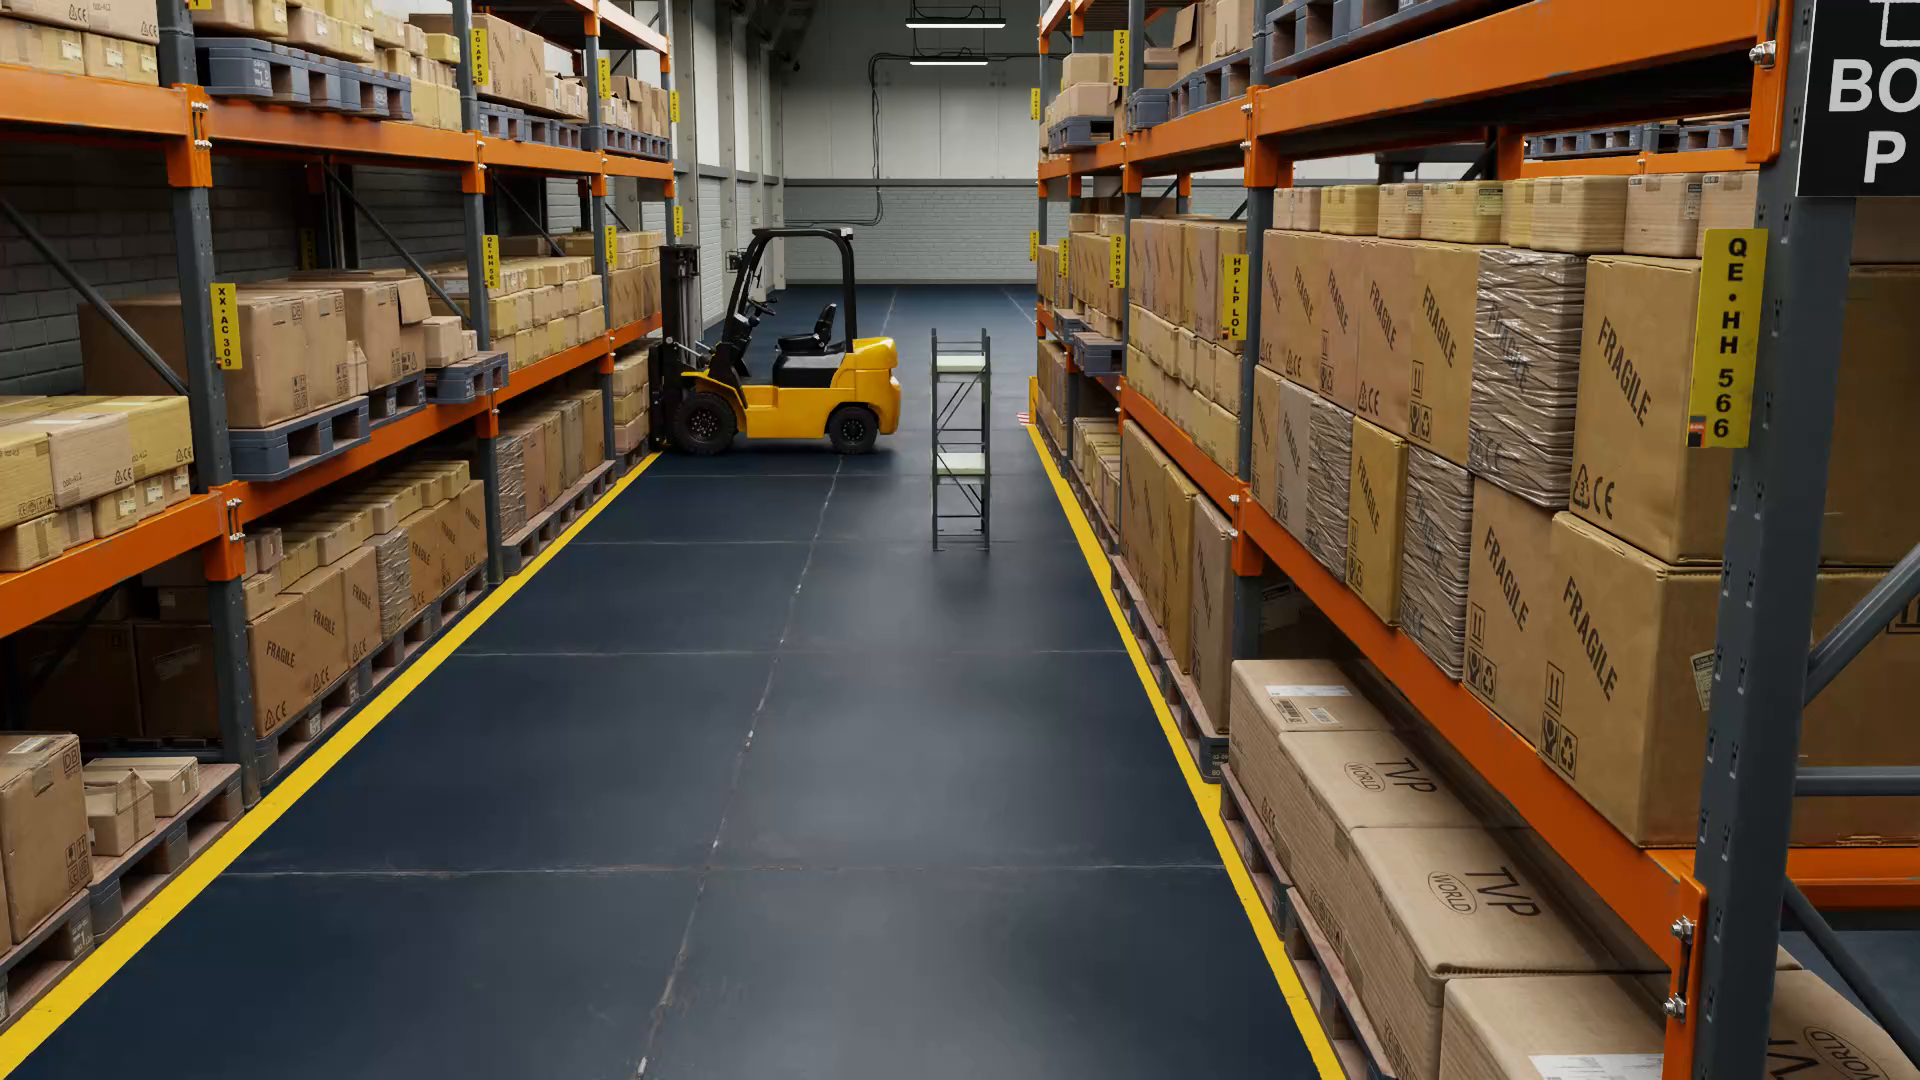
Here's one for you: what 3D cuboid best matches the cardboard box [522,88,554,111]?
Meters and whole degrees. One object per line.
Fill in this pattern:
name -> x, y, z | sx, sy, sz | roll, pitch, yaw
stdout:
cardboard box -> -3.178, -3.210, 12.119 | 0.380, 0.149, 0.250 | 0, 11, -2

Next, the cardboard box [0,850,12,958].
cardboard box -> -3.080, 1.028, 4.679 | 0.500, 0.500, 0.500 | 0, 11, 0

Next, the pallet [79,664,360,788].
pallet -> -3.410, 0.816, 7.506 | 1.003, 0.211, 1.213 | 0, 11, -1

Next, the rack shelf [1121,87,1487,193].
rack shelf -> 1.566, -1.925, 8.269 | 1.077, 0.370, 4.000 | 0, 11, -1

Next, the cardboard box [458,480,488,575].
cardboard box -> -3.214, -0.082, 10.148 | 0.500, 0.500, 0.500 | 0, 11, 0

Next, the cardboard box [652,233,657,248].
cardboard box -> -3.269, -3.015, 16.744 | 0.380, 0.149, 0.250 | 0, 11, 0

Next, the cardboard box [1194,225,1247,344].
cardboard box -> 1.329, -1.140, 7.367 | 0.500, 0.500, 0.500 | 0, 11, 0

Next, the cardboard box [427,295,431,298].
cardboard box -> -3.725, -1.444, 10.751 | 0.500, 0.250, 0.500 | 0, 11, 0

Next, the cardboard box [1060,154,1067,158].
cardboard box -> 1.124, -3.613, 15.413 | 0.380, 0.149, 0.250 | 0, 11, 0

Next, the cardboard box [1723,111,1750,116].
cardboard box -> 6.158, -3.363, 12.871 | 0.380, 0.149, 0.250 | 0, 11, -1

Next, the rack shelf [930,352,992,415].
rack shelf -> 0.000, -1.119, 11.839 | 0.431, 0.370, 0.720 | 0, 11, -1

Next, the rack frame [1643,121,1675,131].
rack frame -> 6.389, -4.981, 13.978 | 1.000, 3.000, 0.127 | 0, 11, -1

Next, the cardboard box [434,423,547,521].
cardboard box -> -3.458, -0.480, 11.797 | 0.875, 0.625, 0.625 | 0, 11, 1

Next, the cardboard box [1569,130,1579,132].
cardboard box -> 6.034, -3.967, 15.848 | 0.380, 0.149, 0.250 | 0, 11, -2

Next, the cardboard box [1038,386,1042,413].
cardboard box -> 1.100, -1.492, 17.730 | 0.500, 0.250, 0.500 | 0, 11, -2

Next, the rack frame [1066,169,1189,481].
rack frame -> 1.442, -2.000, 14.375 | 1.000, 3.000, 0.127 | 0, 11, -1

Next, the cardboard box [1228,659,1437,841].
cardboard box -> 1.513, 0.765, 6.132 | 0.875, 0.438, 0.875 | 0, 11, -2

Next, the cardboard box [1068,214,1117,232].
cardboard box -> 1.098, -2.624, 13.761 | 0.380, 0.149, 0.250 | 0, 11, -1

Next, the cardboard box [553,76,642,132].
cardboard box -> -3.455, -4.142, 15.822 | 0.797, 0.503, 0.637 | 0, 11, 1

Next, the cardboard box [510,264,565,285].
cardboard box -> -3.152, -1.973, 12.357 | 0.380, 0.149, 0.250 | -1, 11, -3

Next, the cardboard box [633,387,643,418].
cardboard box -> -3.234, -1.280, 15.426 | 0.500, 0.250, 0.500 | 0, 11, -1

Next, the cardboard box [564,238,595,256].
cardboard box -> -3.230, -2.557, 14.485 | 0.380, 0.149, 0.250 | 0, 11, 0

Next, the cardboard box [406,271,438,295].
cardboard box -> -3.708, -1.718, 11.101 | 0.380, 0.149, 0.250 | 0, 11, -1

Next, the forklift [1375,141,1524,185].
forklift -> 3.335, -1.512, 12.138 | 1.130, 2.935, 3.031 | 0, 11, 1

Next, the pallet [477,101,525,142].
pallet -> -3.541, -2.696, 10.735 | 1.213, 0.211, 1.003 | 0, 11, 1

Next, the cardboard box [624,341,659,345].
cardboard box -> -3.265, -1.931, 17.377 | 0.500, 0.250, 0.500 | 0, 11, 0

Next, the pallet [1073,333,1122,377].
pallet -> 1.404, -1.252, 11.171 | 1.213, 0.211, 1.003 | 0, 11, -1

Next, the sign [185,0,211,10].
sign -> -2.813, -2.116, 6.101 | 0.100, 0.325, 0.005 | 0, 11, -1

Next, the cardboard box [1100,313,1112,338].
cardboard box -> 1.155, -1.455, 11.263 | 0.380, 0.149, 0.250 | 0, 11, -2

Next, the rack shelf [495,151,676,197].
rack shelf -> -3.562, -3.494, 16.004 | 1.077, 0.370, 4.000 | 0, 11, -1

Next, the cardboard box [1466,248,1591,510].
cardboard box -> 1.402, -0.353, 3.487 | 0.500, 0.500, 0.500 | 0, 11, -1

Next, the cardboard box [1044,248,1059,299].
cardboard box -> 1.118, -2.691, 16.778 | 0.500, 0.500, 0.500 | 0, 11, -2

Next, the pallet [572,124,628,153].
pallet -> -3.564, -3.575, 14.817 | 1.003, 0.211, 1.213 | 0, 11, -1

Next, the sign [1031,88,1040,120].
sign -> 0.817, -4.692, 17.898 | 0.100, 0.325, 0.005 | 0, 11, -1

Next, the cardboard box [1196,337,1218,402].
cardboard box -> 1.338, -0.768, 7.418 | 0.500, 0.250, 0.500 | 0, 11, 0

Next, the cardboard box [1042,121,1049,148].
cardboard box -> 1.104, -4.137, 16.990 | 0.500, 0.250, 0.500 | 0, 11, -2

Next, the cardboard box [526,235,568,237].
cardboard box -> -3.865, -2.758, 15.478 | 0.380, 0.149, 0.250 | 0, 11, -2

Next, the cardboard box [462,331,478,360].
cardboard box -> -3.040, -1.138, 9.699 | 0.380, 0.149, 0.250 | 0, 11, 0

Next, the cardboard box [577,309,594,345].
cardboard box -> -3.232, -1.707, 13.305 | 0.500, 0.250, 0.500 | 0, 11, -1

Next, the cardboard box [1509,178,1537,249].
cardboard box -> 1.400, -0.694, 3.538 | 0.380, 0.149, 0.250 | 0, 11, 0

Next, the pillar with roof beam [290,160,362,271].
pillar with roof beam -> -0.062, -4.397, 11.101 | 9.100, 9.000, 0.400 | 0, 11, -1

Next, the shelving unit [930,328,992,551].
shelving unit -> 0.000, -0.736, 11.917 | 0.431, 1.500, 0.755 | 0, 11, -1

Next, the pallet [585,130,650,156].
pallet -> -3.586, -3.817, 16.009 | 1.003, 0.211, 1.213 | 0, 11, -1

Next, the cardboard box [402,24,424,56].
cardboard box -> -3.179, -2.749, 9.149 | 0.380, 0.149, 0.250 | -1, 11, -3

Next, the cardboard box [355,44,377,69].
cardboard box -> -3.189, -2.451, 8.425 | 0.380, 0.149, 0.250 | 0, 11, 1

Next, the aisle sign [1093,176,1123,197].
aisle sign -> 1.648, -4.083, 18.102 | 0.394, 0.787, 0.004 | 0, 11, -1

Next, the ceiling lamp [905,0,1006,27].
ceiling lamp -> -0.093, -11.837, 33.091 | 2.000, 3.185, 0.800 | 0, 11, -1

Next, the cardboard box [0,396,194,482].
cardboard box -> -3.101, -0.361, 5.924 | 0.500, 0.250, 0.500 | 0, 11, 0

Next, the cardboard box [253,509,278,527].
cardboard box -> -3.695, -0.067, 8.445 | 0.380, 0.149, 0.250 | -1, 11, -3

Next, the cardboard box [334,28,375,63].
cardboard box -> -3.021, -2.357, 7.914 | 0.380, 0.149, 0.250 | 0, 11, 0

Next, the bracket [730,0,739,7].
bracket -> -4.445, -10.321, 31.248 | 0.076, 0.066, 4.783 | 0, 11, -1

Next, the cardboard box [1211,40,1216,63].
cardboard box -> 1.419, -2.347, 8.069 | 0.380, 0.166, 0.250 | 1, 11, 4

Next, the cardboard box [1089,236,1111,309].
cardboard box -> 1.204, -1.898, 11.815 | 0.500, 0.500, 0.500 | -1, 12, -5

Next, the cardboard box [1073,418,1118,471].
cardboard box -> 1.456, -0.814, 14.081 | 0.950, 0.372, 0.625 | 0, 11, 0

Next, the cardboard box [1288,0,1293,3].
cardboard box -> 1.410, -2.066, 5.596 | 0.500, 0.500, 0.500 | 0, 11, 0

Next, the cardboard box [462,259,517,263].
cardboard box -> -3.770, -2.172, 13.339 | 0.380, 0.149, 0.250 | 0, 11, -1

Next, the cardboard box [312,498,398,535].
cardboard box -> -3.175, -0.122, 8.715 | 0.380, 0.149, 0.250 | -1, 11, -4

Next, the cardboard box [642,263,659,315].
cardboard box -> -3.318, -2.522, 16.693 | 0.500, 0.500, 0.500 | 0, 11, -2
